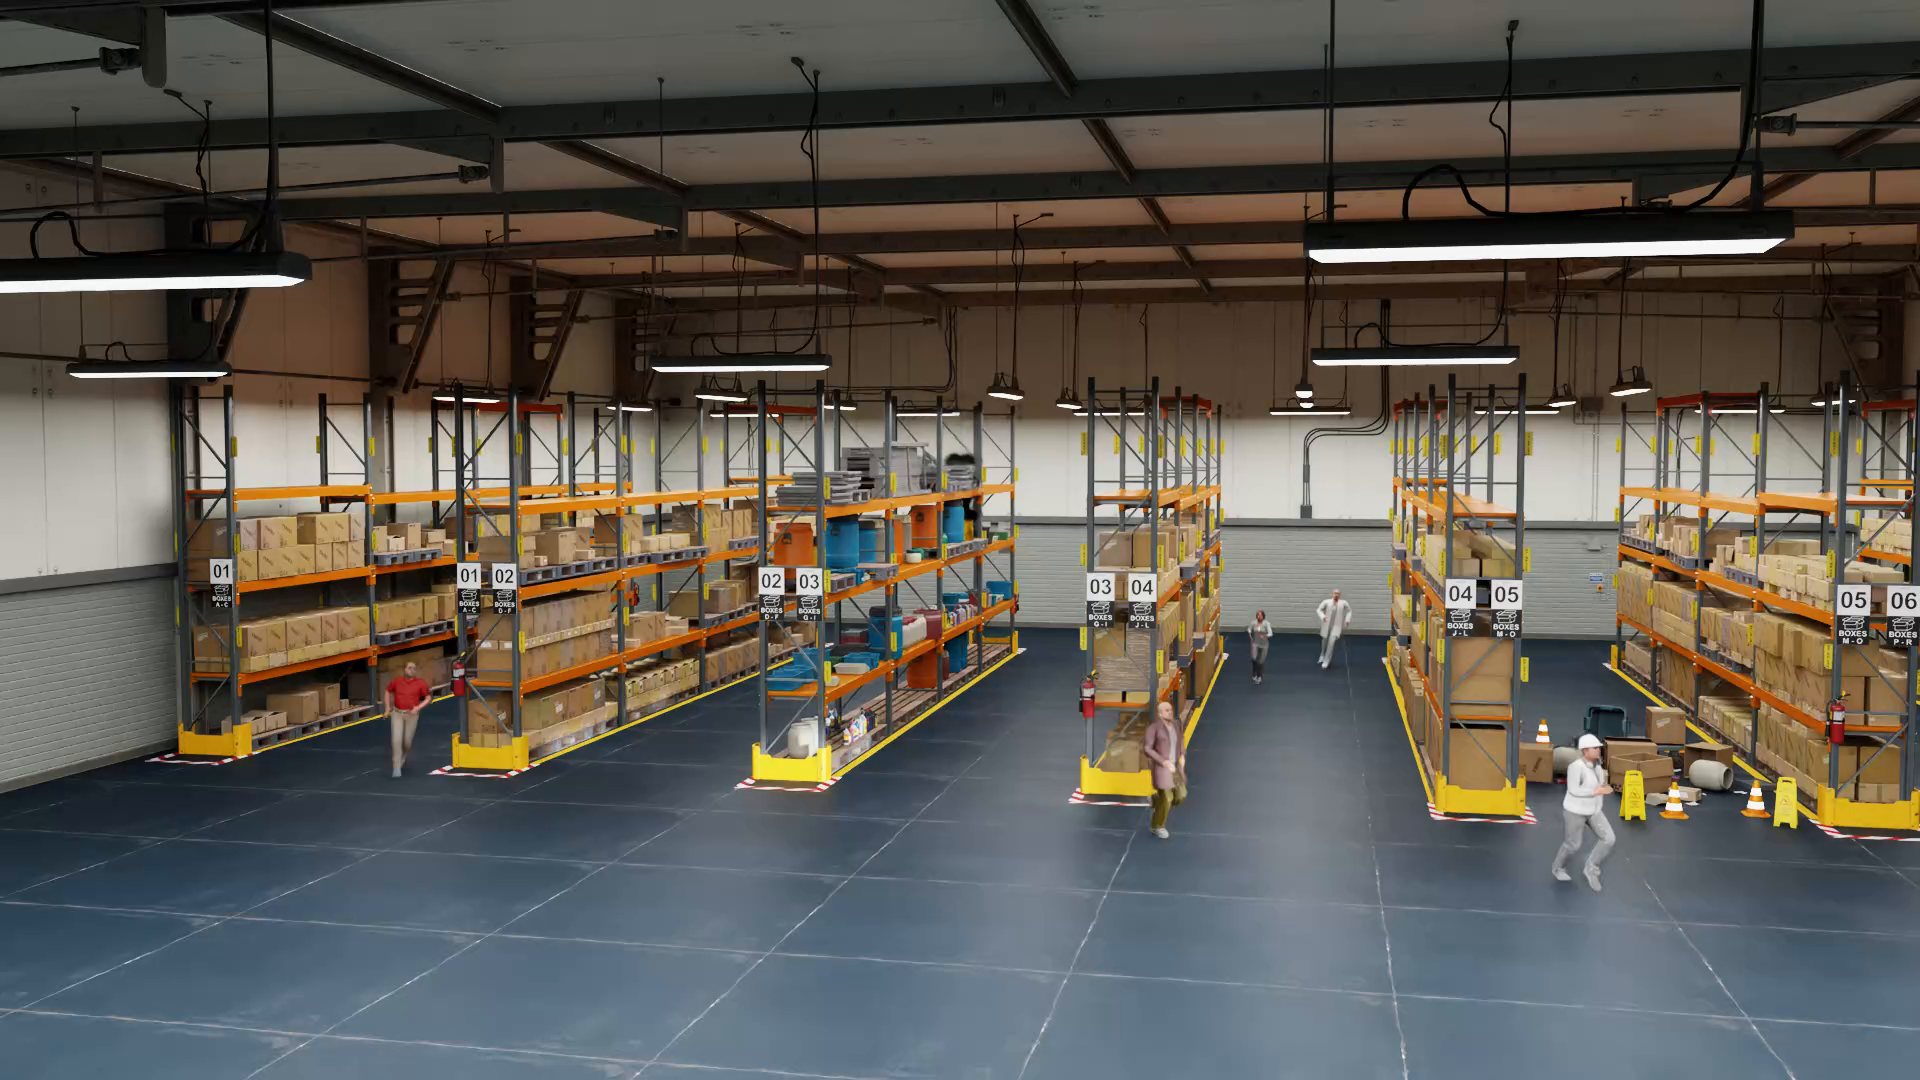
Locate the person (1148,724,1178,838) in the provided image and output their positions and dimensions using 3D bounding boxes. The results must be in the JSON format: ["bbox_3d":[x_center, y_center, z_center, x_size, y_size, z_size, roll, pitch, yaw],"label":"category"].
[{"bbox_3d":[2.591,3.064,21.483,0.644,1.502,0.505,-2,4,-34],"label":"person"}]

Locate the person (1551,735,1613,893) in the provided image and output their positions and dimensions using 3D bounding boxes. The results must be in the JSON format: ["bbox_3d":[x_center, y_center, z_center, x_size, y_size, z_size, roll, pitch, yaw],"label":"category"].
[{"bbox_3d":[7.088,3.068,18.810,0.566,1.780,0.821,-2,4,-32],"label":"person"}]

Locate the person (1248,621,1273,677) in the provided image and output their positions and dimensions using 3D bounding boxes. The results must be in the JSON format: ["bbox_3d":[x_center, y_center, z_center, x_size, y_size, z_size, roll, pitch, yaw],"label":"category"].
[{"bbox_3d":[6.306,2.301,34.966,0.524,1.229,0.670,1,3,12],"label":"person"}]

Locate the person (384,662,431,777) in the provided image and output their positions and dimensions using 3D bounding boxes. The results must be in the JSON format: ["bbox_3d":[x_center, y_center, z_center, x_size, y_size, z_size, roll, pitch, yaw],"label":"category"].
[{"bbox_3d":[-8.499,2.732,25.600,0.691,1.720,0.806,-1,3,-18],"label":"person"}]

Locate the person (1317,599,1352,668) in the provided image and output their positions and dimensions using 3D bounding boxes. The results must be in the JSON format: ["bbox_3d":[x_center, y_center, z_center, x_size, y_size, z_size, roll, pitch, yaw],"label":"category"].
[{"bbox_3d":[8.486,2.093,37.822,0.766,1.555,1.031,1,3,20],"label":"person"}]
